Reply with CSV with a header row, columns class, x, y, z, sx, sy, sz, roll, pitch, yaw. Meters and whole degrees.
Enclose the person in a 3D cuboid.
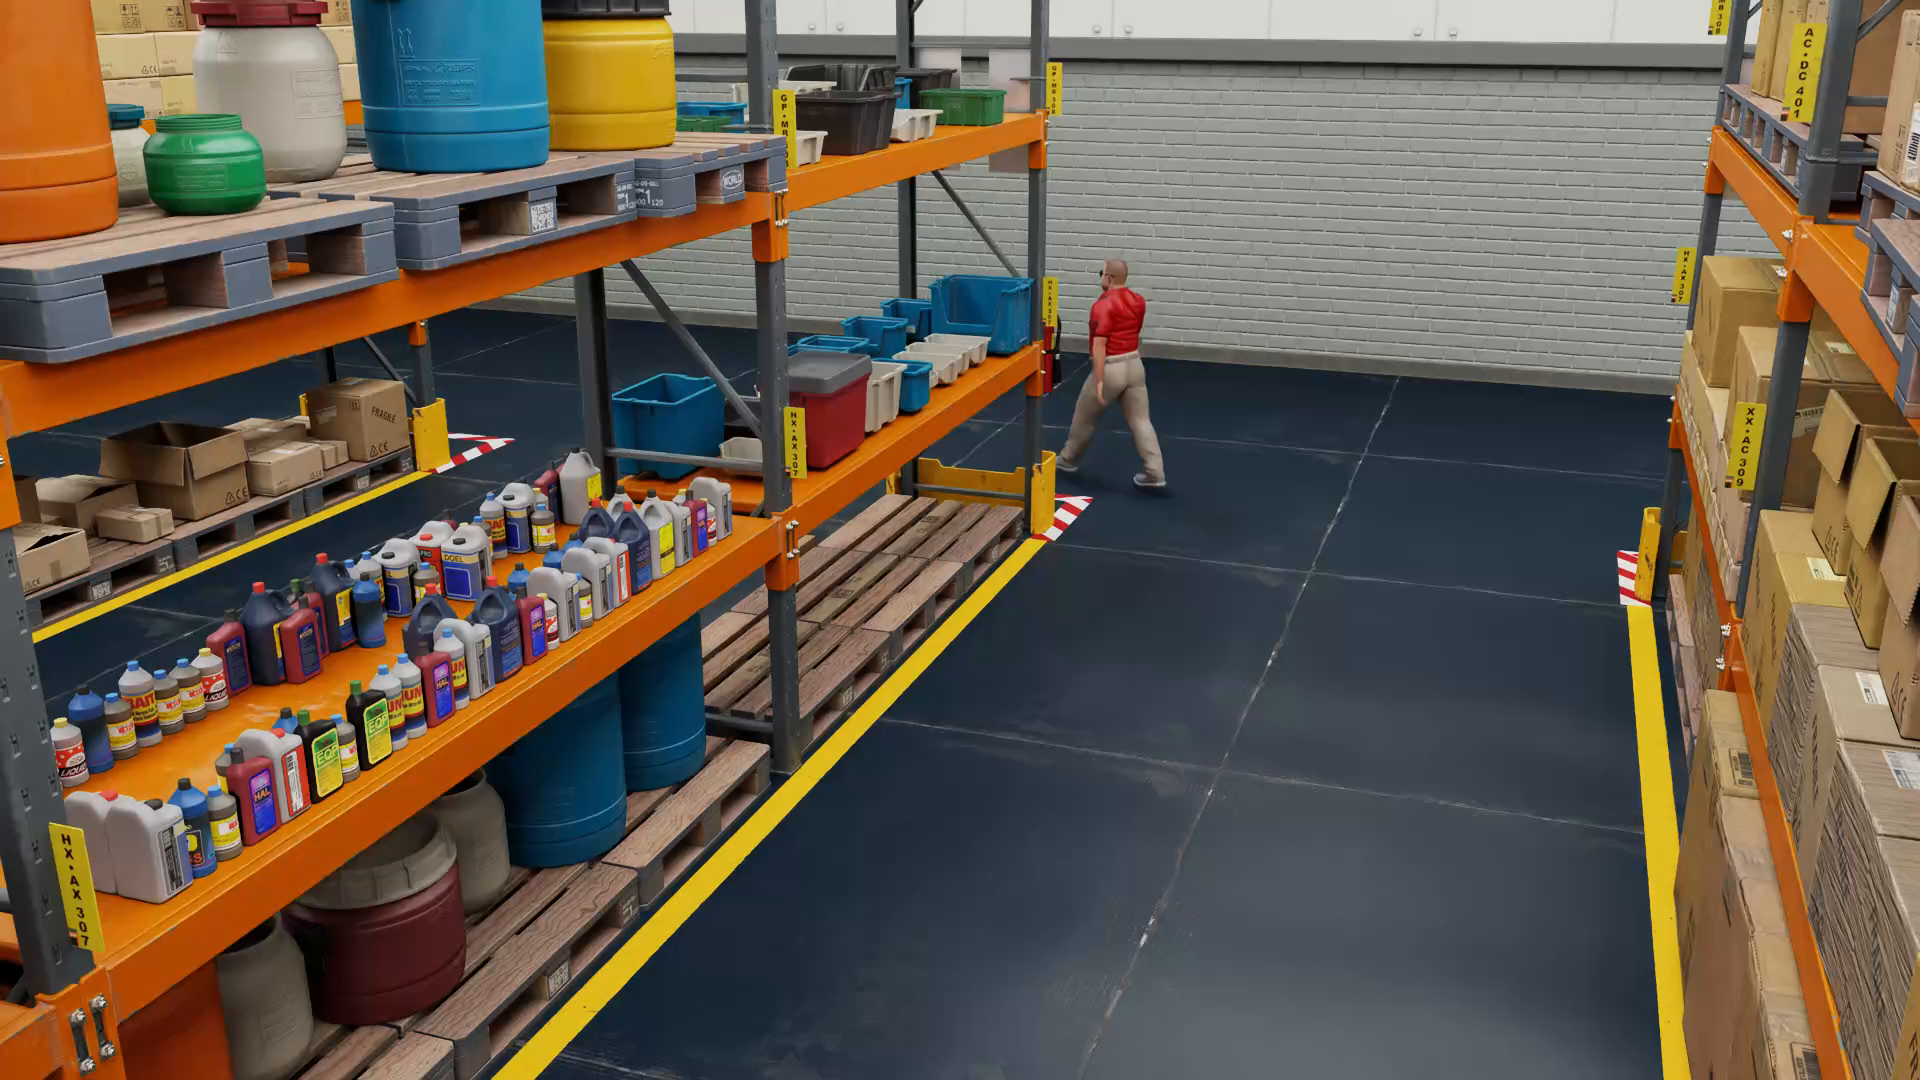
class,x,y,z,sx,sy,sz,roll,pitch,yaw
person,1.088,-1.259,12.323,0.570,1.657,1.093,-13,23,-34
